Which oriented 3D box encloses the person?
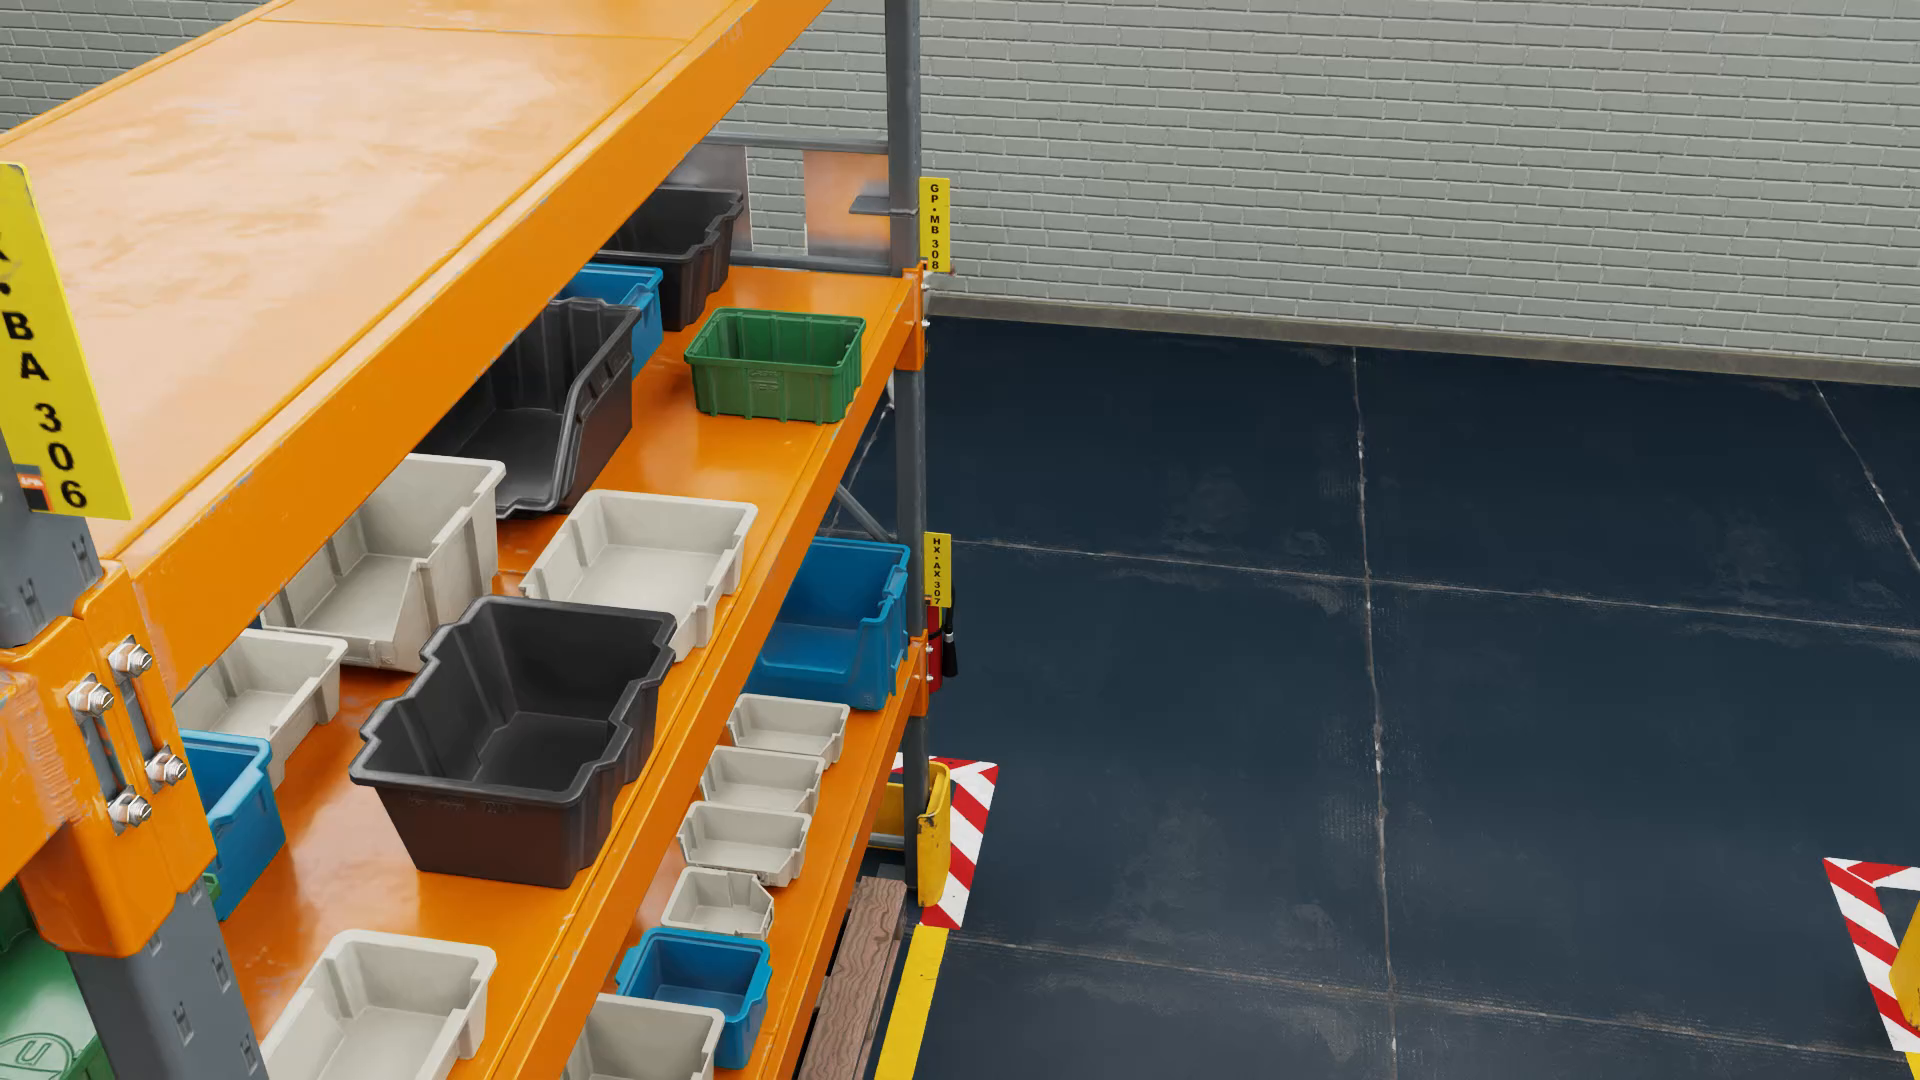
[{"bbox_3d":[-0.298,-1.773,10.542,0.591,1.737,0.880,13,34,19],"label":"person"}]
